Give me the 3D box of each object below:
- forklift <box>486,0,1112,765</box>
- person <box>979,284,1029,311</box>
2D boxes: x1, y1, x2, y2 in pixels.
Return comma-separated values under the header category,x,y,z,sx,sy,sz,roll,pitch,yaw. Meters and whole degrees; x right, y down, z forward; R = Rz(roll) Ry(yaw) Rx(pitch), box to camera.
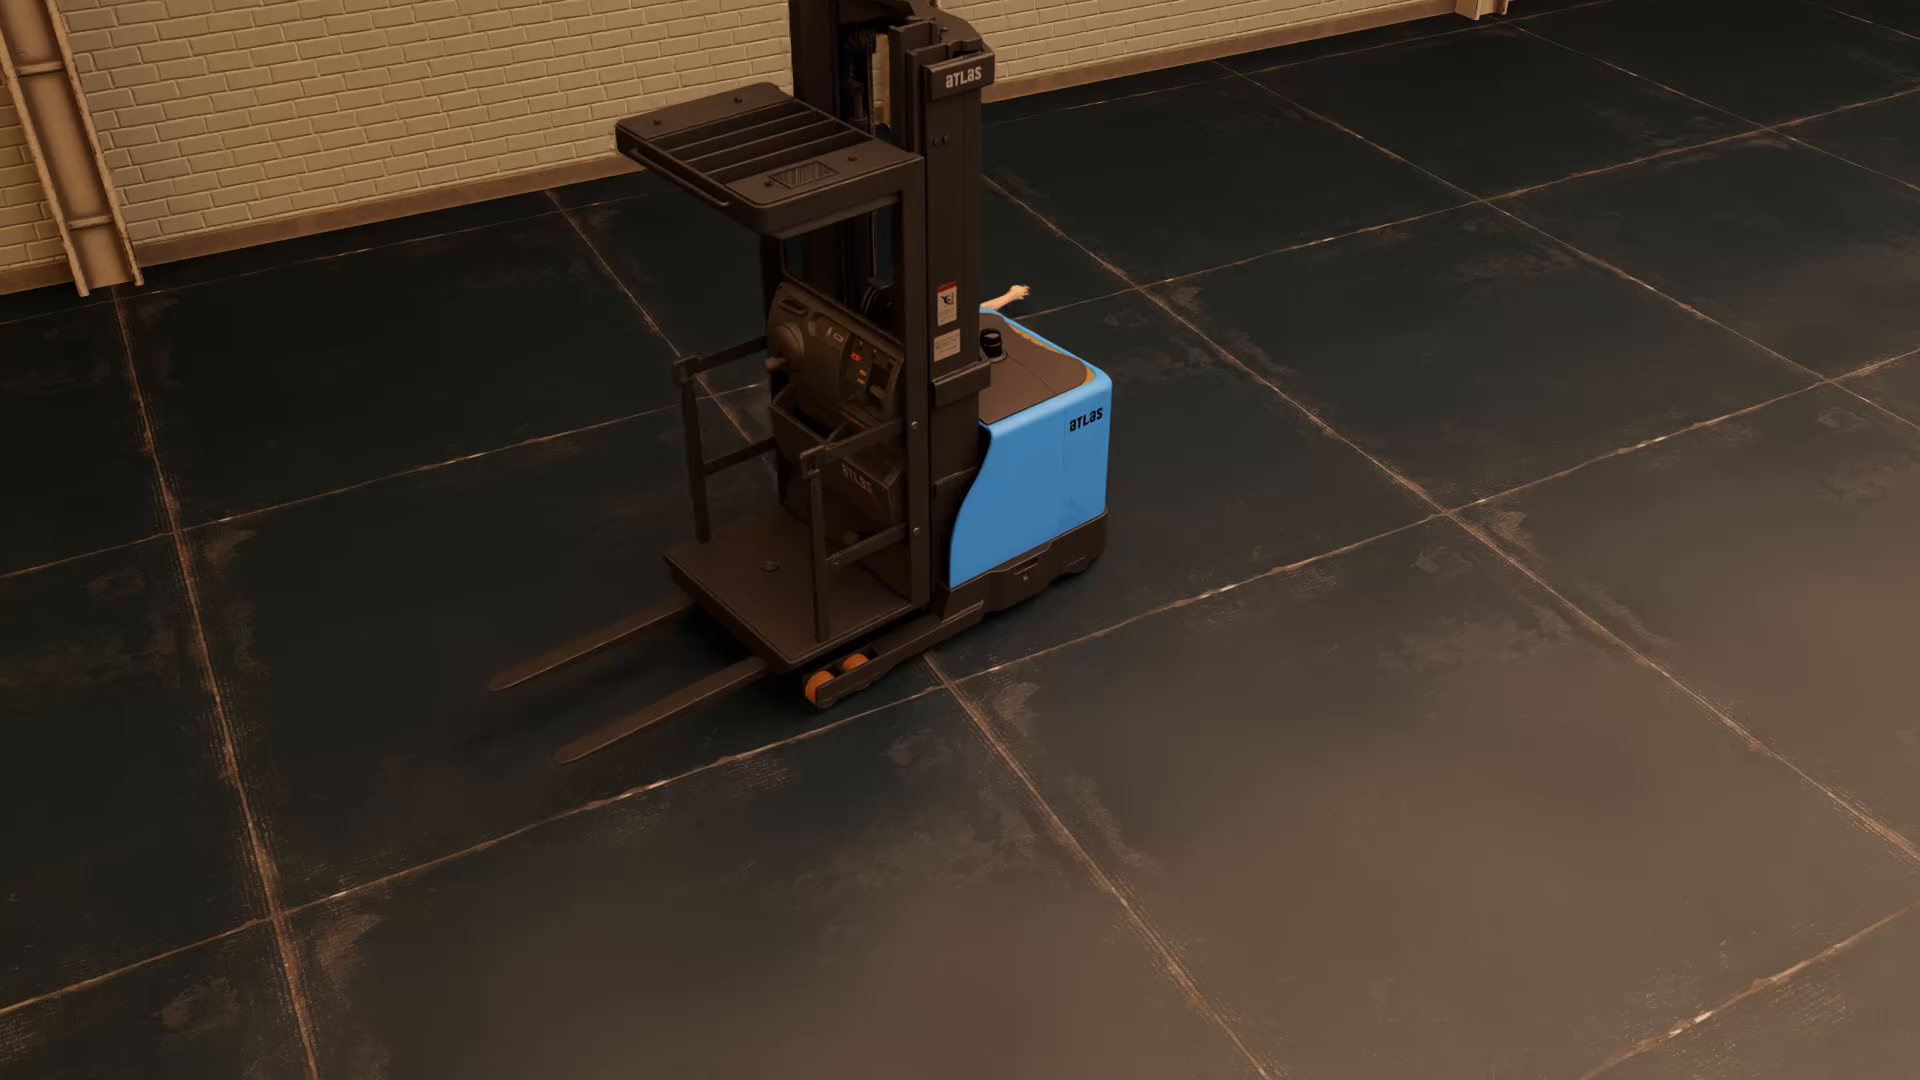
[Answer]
category,x,y,z,sx,sy,sz,roll,pitch,yaw
forklift,-0.719,-0.777,7.222,3.031,2.935,1.130,-25,42,-31
person,0.000,-1.186,9.089,0.699,1.461,0.902,-11,37,-15
